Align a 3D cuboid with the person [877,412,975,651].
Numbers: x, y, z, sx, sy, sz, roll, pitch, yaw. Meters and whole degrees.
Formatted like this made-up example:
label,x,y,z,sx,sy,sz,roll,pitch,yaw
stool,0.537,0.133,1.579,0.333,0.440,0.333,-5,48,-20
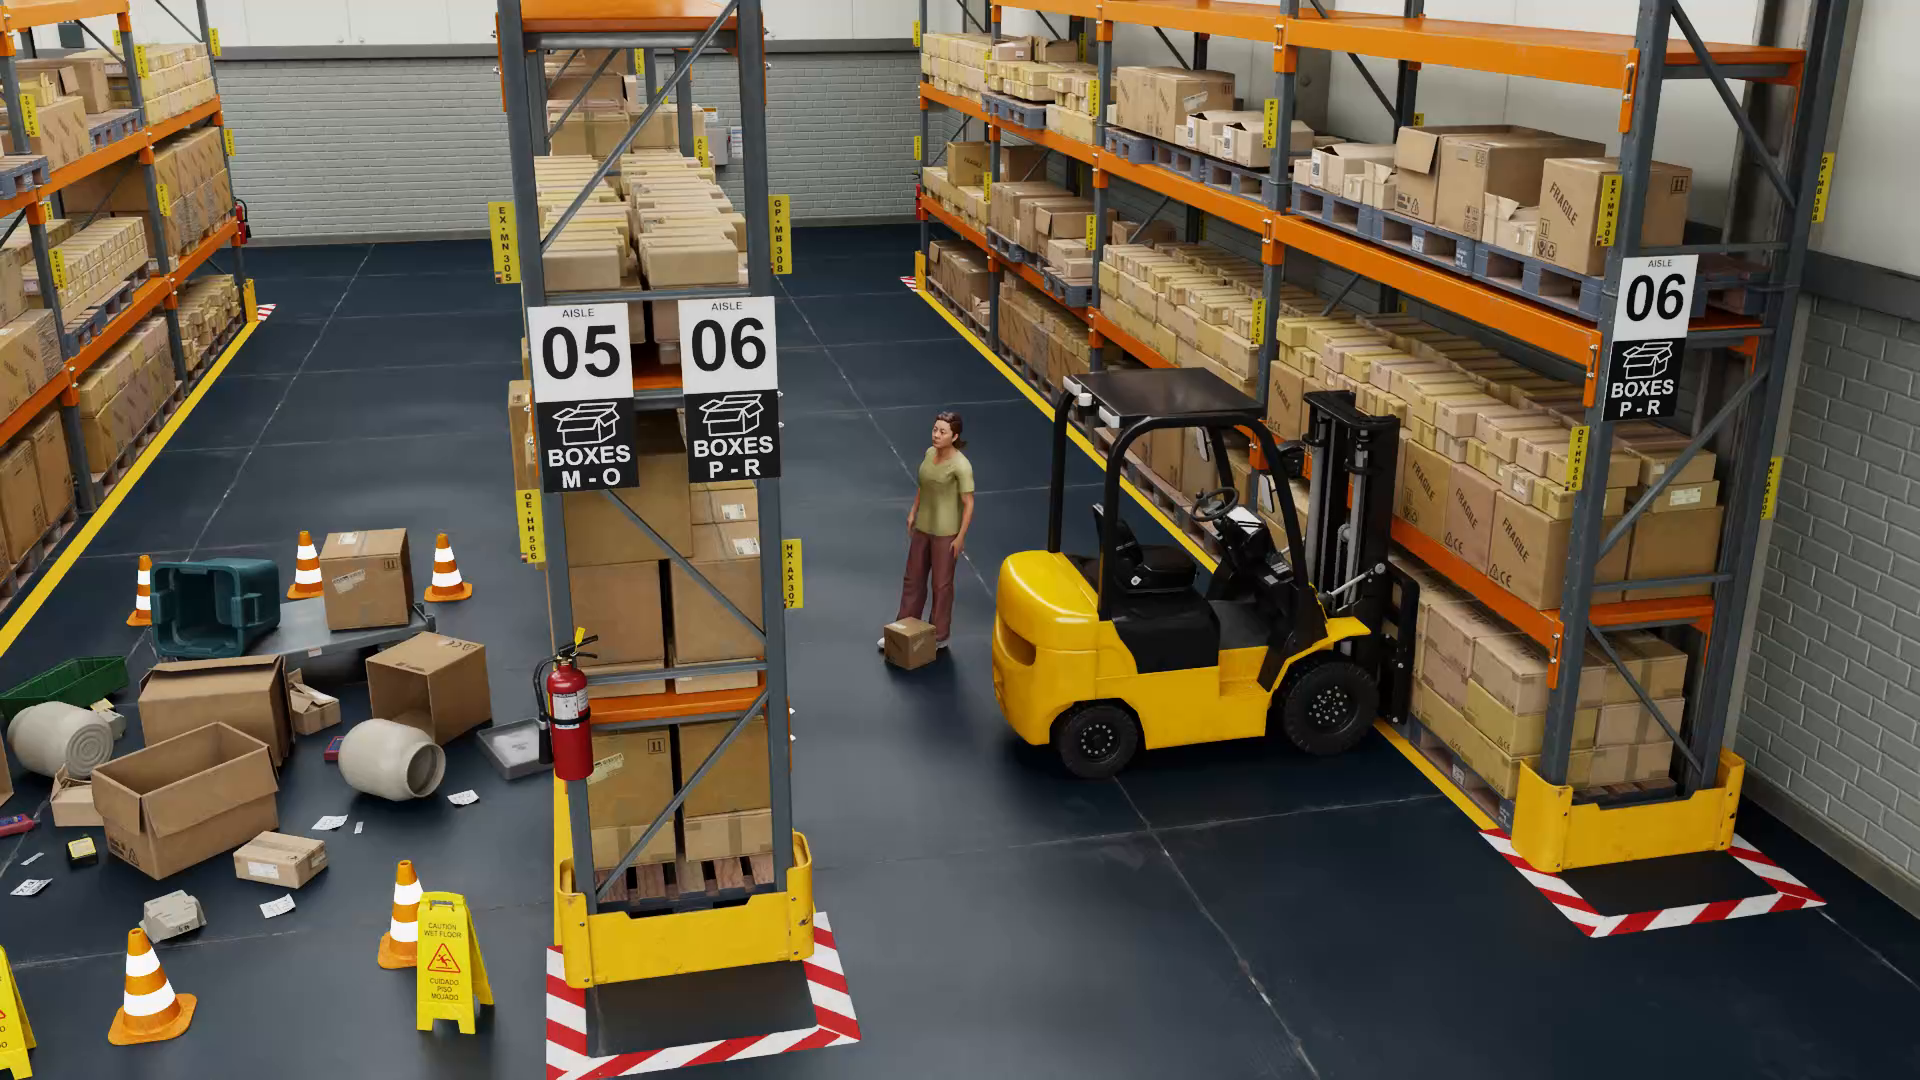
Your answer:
label,x,y,z,sx,sy,sz,roll,pitch,yaw
person,-0.203,-0.039,11.155,0.547,1.673,0.554,-17,26,-39
